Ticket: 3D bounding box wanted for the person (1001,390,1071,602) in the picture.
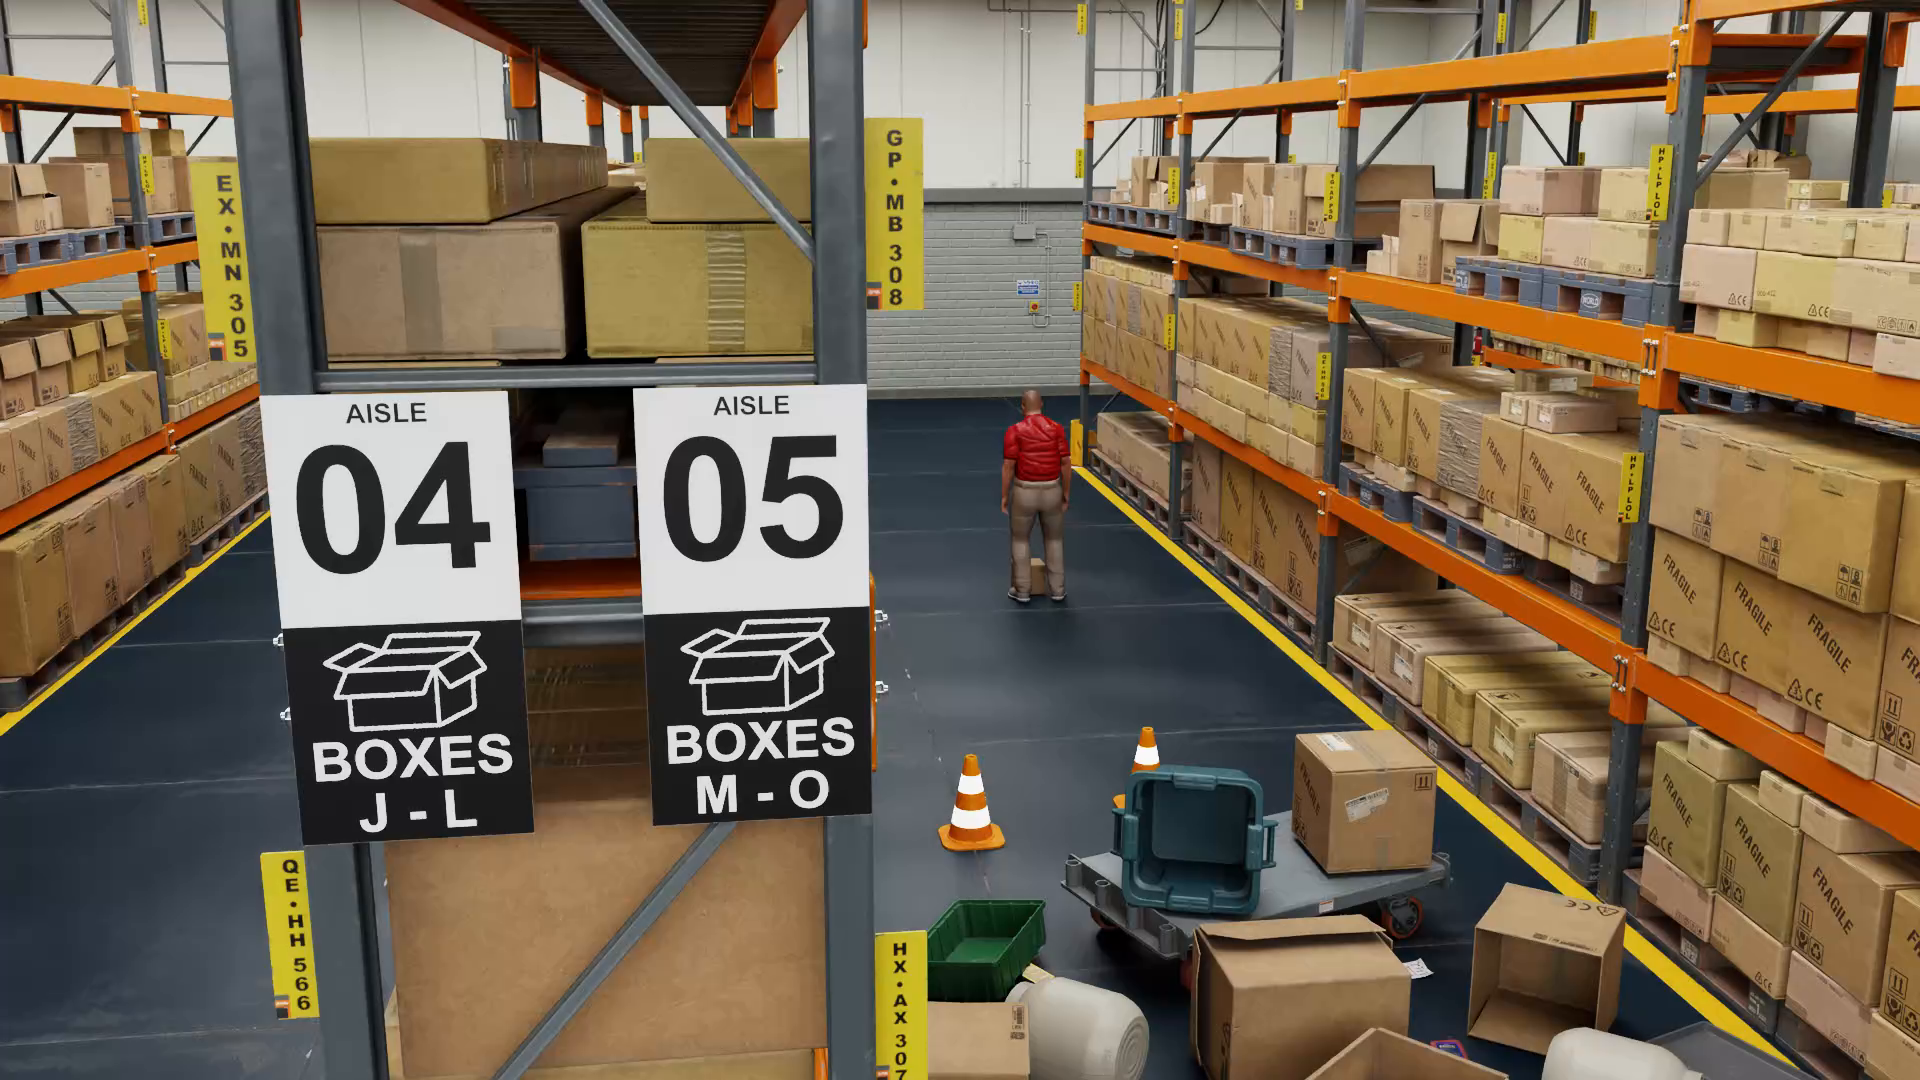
[{"bbox_3d":[0.617,-0.356,13.551,0.594,1.725,0.390,-3,13,-11],"label":"person"}]
